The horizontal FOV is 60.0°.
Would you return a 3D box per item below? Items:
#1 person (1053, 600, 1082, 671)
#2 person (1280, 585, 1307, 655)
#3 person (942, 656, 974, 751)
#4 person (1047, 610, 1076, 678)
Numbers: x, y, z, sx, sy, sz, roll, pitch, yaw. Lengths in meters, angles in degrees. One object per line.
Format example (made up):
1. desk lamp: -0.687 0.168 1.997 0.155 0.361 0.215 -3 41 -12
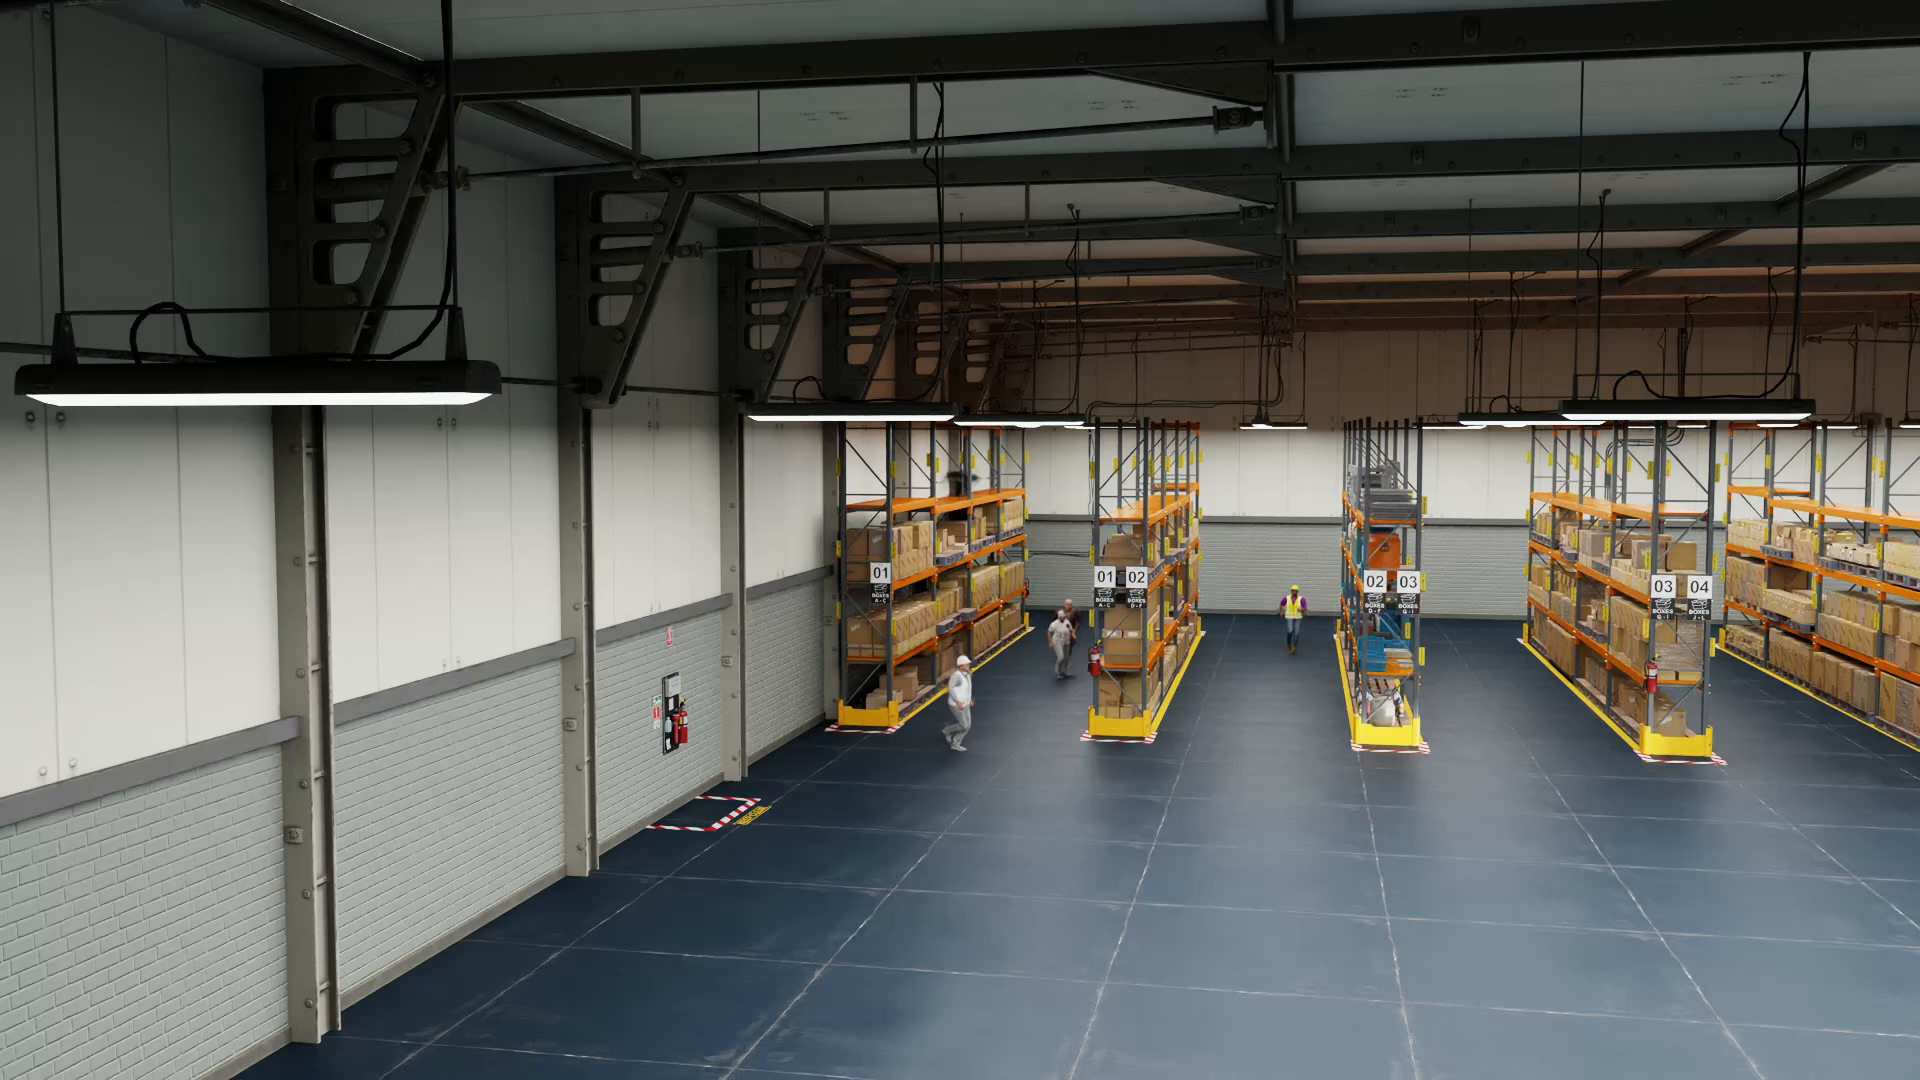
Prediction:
1. person: 2.575 2.274 40.066 0.702 1.713 0.716 0 4 -5
2. person: 8.612 2.061 42.923 0.667 1.786 0.727 0 4 5
3. person: -0.053 2.933 29.922 0.573 1.718 0.655 2 4 33
4. person: 2.413 2.447 38.833 0.649 1.637 0.776 -2 4 -30
